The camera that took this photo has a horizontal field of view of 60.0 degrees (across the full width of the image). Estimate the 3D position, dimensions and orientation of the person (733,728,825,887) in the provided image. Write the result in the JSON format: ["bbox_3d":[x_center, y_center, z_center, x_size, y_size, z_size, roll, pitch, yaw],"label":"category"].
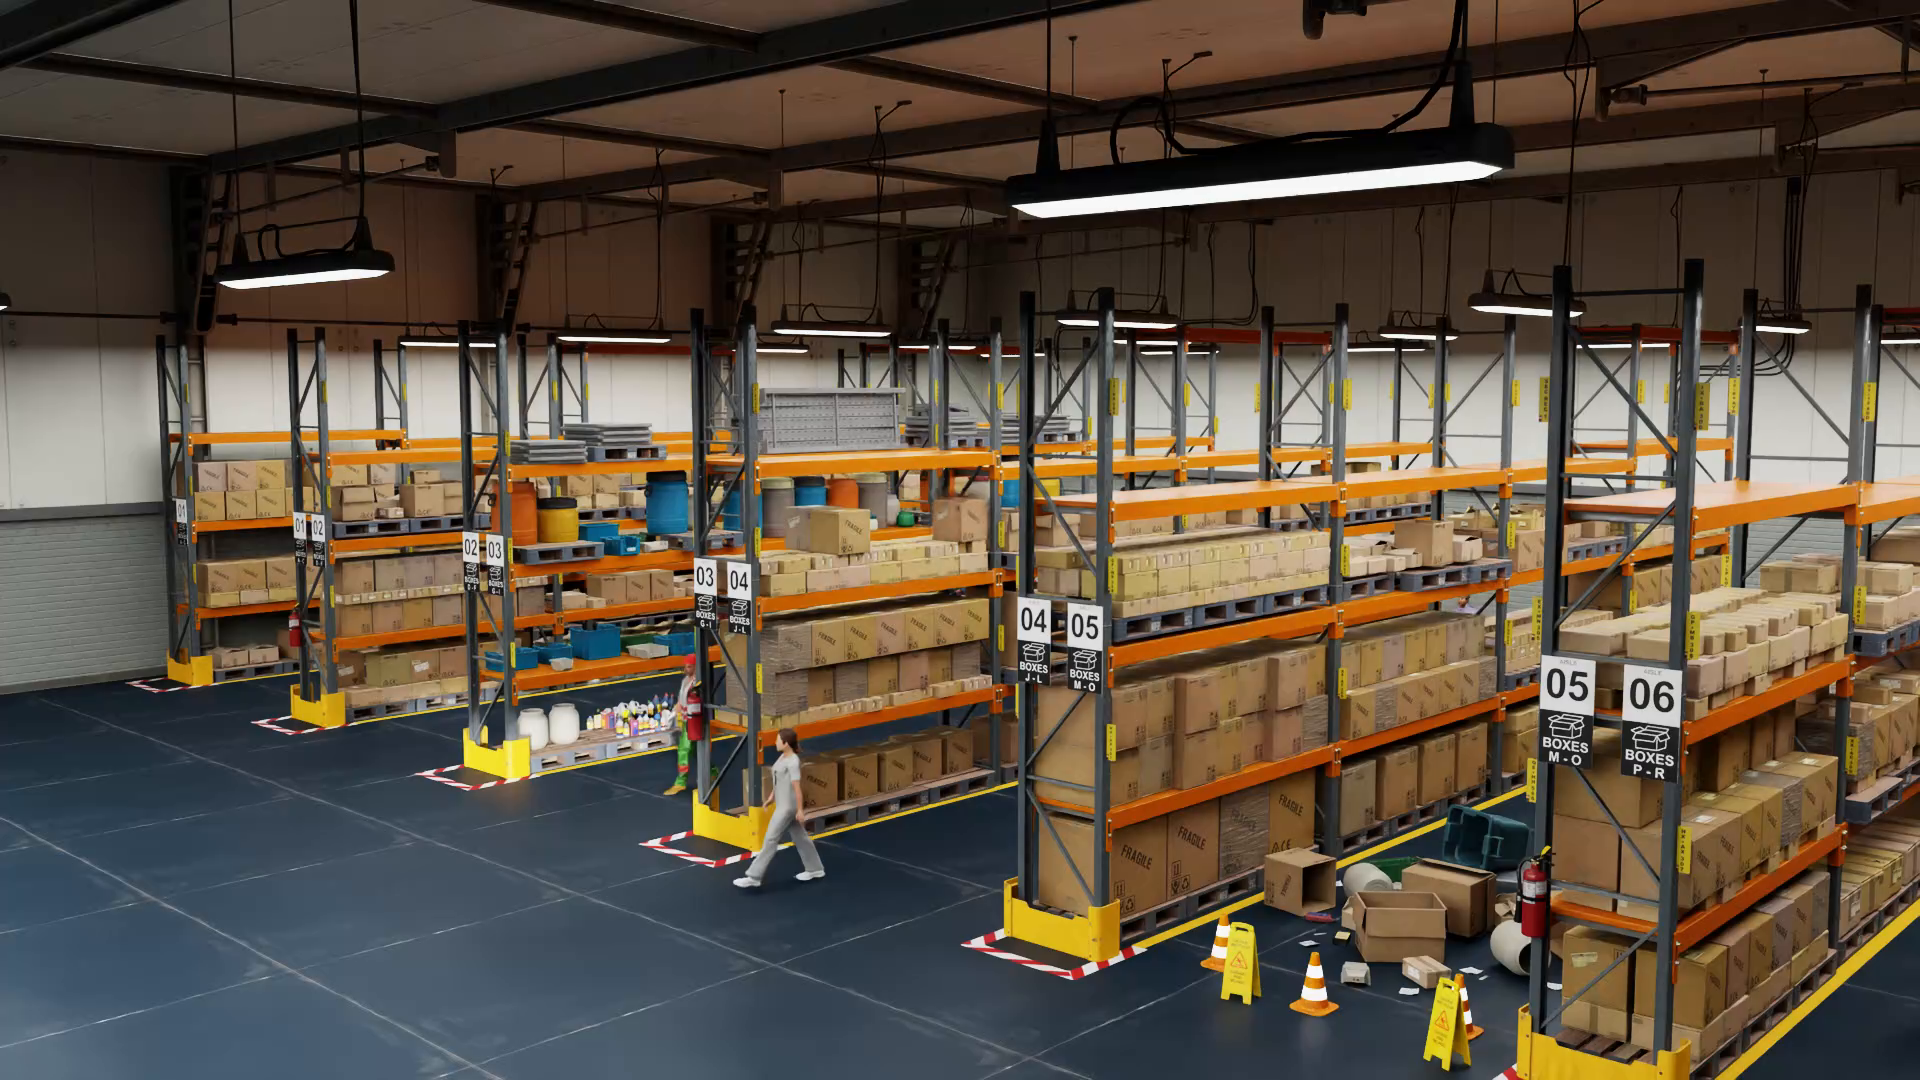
[{"bbox_3d":[-1.869,2.735,17.106,0.977,1.618,0.487,-1,6,-13],"label":"person"}]

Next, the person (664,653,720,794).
[{"bbox_3d":[-3.399,2.315,21.142,0.790,1.784,0.636,-4,6,-34],"label":"person"}]

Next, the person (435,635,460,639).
[{"bbox_3d":[-9.503,1.411,30.749,0.619,1.794,0.799,3,6,31],"label":"person"}]

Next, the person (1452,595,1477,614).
[{"bbox_3d":[8.631,1.683,28.505,0.509,1.584,1.034,4,7,40],"label":"person"}]
